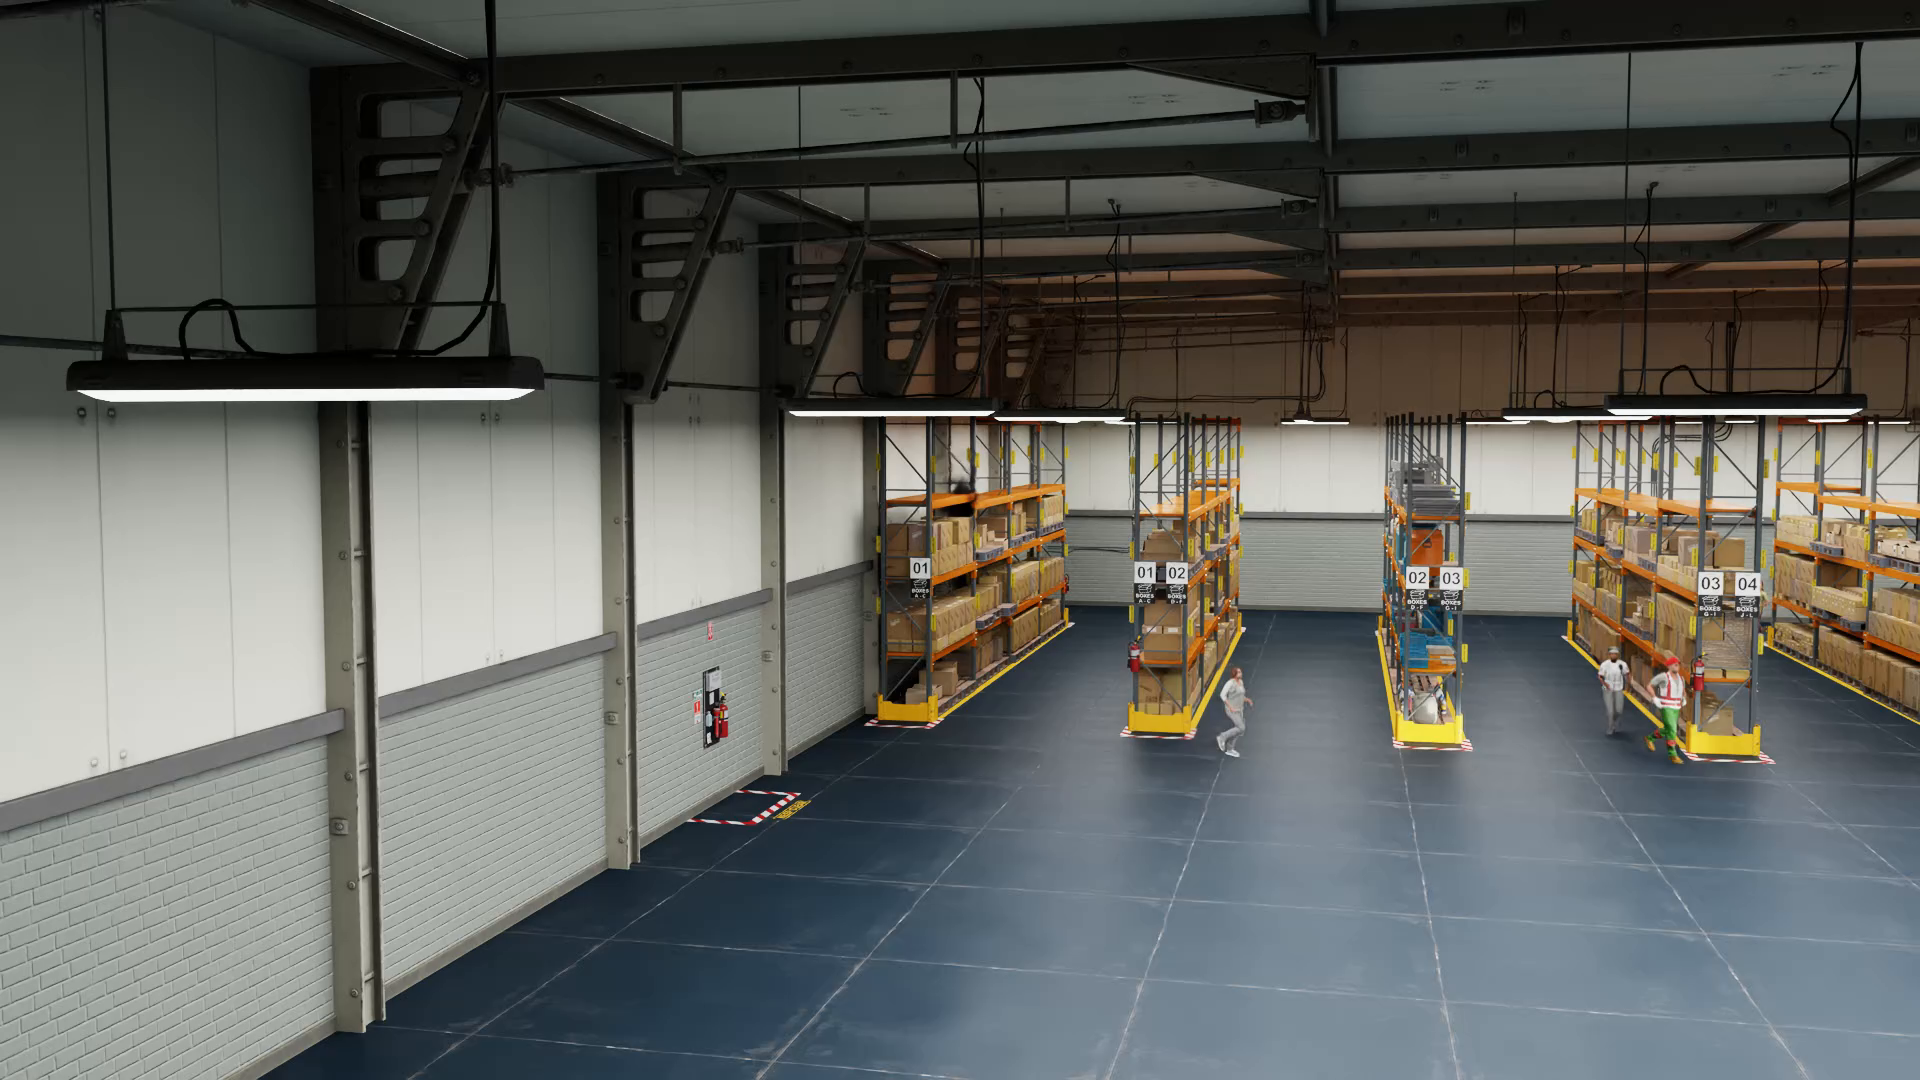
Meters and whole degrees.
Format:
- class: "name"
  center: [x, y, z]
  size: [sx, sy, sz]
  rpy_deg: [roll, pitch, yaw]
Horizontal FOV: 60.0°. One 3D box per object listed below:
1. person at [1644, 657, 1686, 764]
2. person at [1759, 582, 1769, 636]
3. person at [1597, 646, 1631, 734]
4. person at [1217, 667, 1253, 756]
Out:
- class: "person"
  center: [12.244, 2.909, 28.746]
  size: [0.699, 1.787, 0.943]
  rpy_deg: [-2, 4, -22]
- class: "person"
  center: [21.405, 1.917, 44.584]
  size: [0.672, 1.637, 0.616]
  rpy_deg: [-2, 4, -26]
- class: "person"
  center: [12.201, 2.799, 30.988]
  size: [0.608, 1.658, 0.570]
  rpy_deg: [1, 4, 15]
- class: "person"
  center: [4.811, 2.986, 29.015]
  size: [0.562, 1.569, 0.525]
  rpy_deg: [3, 5, 38]
